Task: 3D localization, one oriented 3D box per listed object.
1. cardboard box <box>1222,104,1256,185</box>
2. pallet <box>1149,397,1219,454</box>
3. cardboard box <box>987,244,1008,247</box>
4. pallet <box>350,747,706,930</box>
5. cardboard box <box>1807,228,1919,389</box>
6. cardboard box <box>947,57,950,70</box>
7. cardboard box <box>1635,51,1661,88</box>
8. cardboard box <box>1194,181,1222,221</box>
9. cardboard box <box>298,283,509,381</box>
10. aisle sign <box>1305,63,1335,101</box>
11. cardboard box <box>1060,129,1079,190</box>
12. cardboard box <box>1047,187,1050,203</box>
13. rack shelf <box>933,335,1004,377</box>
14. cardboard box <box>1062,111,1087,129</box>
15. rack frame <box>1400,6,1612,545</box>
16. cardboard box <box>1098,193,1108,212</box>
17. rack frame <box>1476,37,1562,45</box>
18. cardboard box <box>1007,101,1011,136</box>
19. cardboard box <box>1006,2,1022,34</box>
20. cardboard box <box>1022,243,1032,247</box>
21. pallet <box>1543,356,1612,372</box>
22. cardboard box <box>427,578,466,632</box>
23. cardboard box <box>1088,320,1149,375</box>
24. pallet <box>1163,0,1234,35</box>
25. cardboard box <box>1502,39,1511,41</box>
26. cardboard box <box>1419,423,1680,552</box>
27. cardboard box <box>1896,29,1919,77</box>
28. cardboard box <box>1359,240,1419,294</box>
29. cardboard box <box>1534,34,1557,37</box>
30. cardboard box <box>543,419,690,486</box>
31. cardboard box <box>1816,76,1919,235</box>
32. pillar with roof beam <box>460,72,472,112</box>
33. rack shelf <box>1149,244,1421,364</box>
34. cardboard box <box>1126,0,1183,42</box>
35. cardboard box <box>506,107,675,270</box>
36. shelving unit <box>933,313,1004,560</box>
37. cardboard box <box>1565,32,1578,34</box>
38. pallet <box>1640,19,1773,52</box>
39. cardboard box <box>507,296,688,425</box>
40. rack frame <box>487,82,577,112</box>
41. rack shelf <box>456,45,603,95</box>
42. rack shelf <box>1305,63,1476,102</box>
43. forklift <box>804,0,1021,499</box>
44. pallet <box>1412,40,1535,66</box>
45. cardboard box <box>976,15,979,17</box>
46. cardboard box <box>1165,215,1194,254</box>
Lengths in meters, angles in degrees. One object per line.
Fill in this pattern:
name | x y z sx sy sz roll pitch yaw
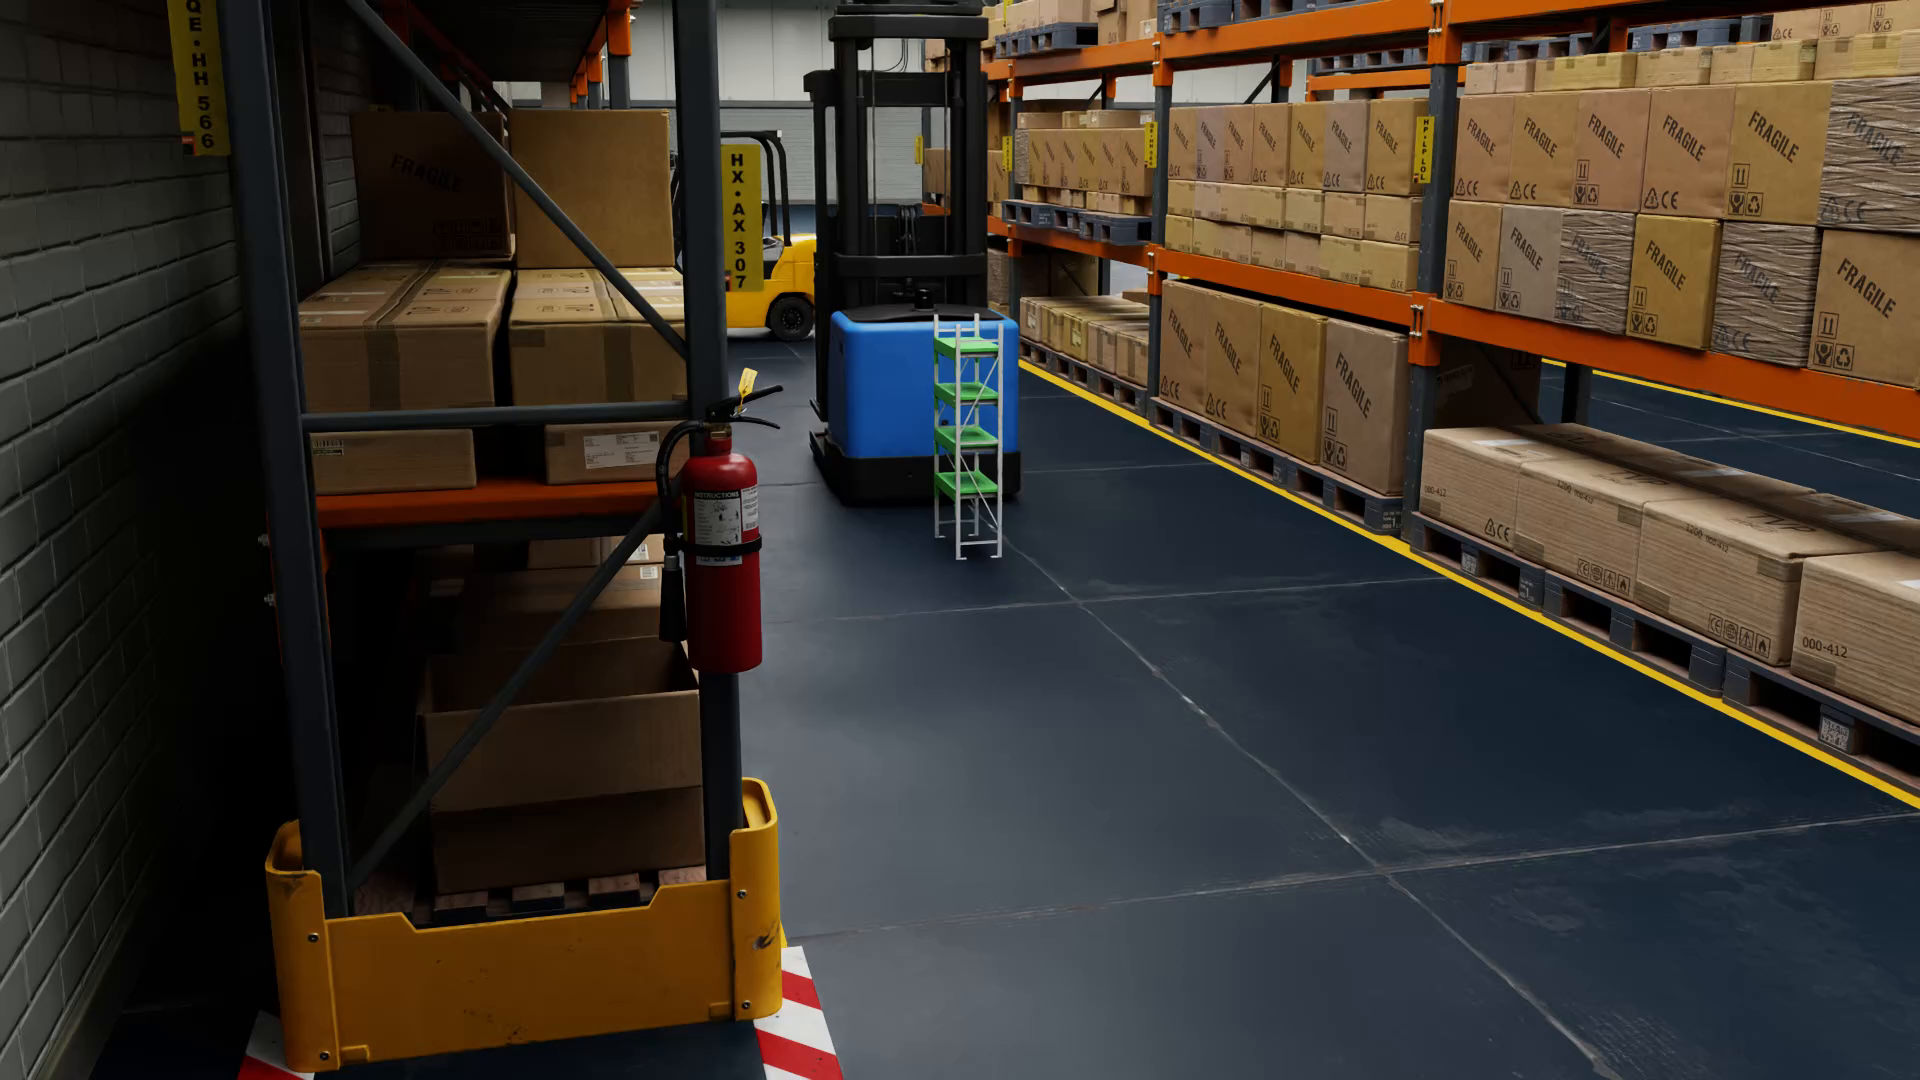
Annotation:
cardboard box | 2.034 -2.567 10.794 0.500 0.500 0.500 -3 14 -12
pallet | 2.035 -0.853 11.974 1.003 0.211 1.213 -3 14 -13
cardboard box | 0.342 -2.905 17.828 0.500 0.500 0.500 -3 14 -10
pallet | -1.228 0.883 4.870 1.003 0.211 1.213 -3 14 -13
cardboard box | 3.328 -0.810 5.711 0.500 0.500 0.500 -4 14 -14
cardboard box | 0.066 -5.305 18.532 0.380 0.149 0.250 -3 14 -14
cardboard box | 3.033 -1.941 6.868 0.380 0.149 0.250 -3 14 -13
cardboard box | 1.922 -2.314 11.340 0.500 0.250 0.500 -3 14 -12
cardboard box | -1.508 -0.553 4.558 0.500 0.250 0.500 -3 14 -13
aisle sign | 4.524 -5.801 20.873 0.394 0.787 0.004 -3 14 -13
cardboard box | 1.167 -3.241 14.151 0.500 0.500 0.500 -4 14 -15
cardboard box | 0.997 -3.134 15.080 0.380 0.149 0.250 -2 14 -10
rack shelf | 0.039 -0.949 8.530 0.258 0.148 0.480 -3 14 -13
cardboard box | 1.106 -3.656 14.481 0.380 0.149 0.250 -2 14 -10
rack frame | 2.862 -1.471 8.628 1.000 3.000 0.127 -3 14 -13
cardboard box | 1.330 -2.710 13.344 0.380 0.149 0.250 -4 14 -16
rack frame | 5.771 -6.530 16.694 1.000 3.000 0.127 -3 14 -13
cardboard box | 0.901 -4.345 17.448 0.700 0.500 0.500 -4 14 -14
cardboard box | 0.731 -4.748 15.150 0.500 0.250 0.500 -4 14 -15
cardboard box | 0.850 -2.943 17.981 0.500 0.500 0.500 -3 14 -10
pallet | 6.316 -1.805 15.872 1.003 0.211 1.213 -3 14 -13
cardboard box | -1.934 0.253 6.693 0.380 0.149 0.250 -3 14 -14
cardboard box | 1.619 -1.622 13.897 0.950 0.372 0.625 -4 14 -14
pallet | 2.126 -3.614 11.475 1.213 0.211 1.003 -3 14 -11
cardboard box | 5.954 -5.366 17.684 0.380 0.149 0.250 -3 14 -13
cardboard box | 2.906 -0.279 8.265 0.875 0.438 0.875 -3 14 -14
cardboard box | 3.298 -1.581 5.395 0.380 0.149 0.250 -3 14 -14
cardboard box | 2.512 -1.488 9.011 0.500 0.250 0.500 -4 14 -15
cardboard box | 5.671 -5.107 16.378 0.258 0.266 0.396 -4 14 -14
cardboard box | -0.833 -0.240 4.117 0.380 0.149 0.250 -3 14 -14
cardboard box | 3.306 -1.299 5.608 0.500 0.500 0.500 -3 14 -13
pillar with roof beam | -2.717 -8.289 23.895 9.100 9.000 0.400 -3 14 -13
rack shelf | 2.393 -1.583 10.602 1.077 0.370 4.000 -3 14 -13
cardboard box | 1.710 -4.119 12.934 0.700 0.500 0.500 -3 14 -13
cardboard box | -1.219 -1.172 5.514 0.500 0.500 0.500 -3 14 -12
shelving unit | 0.039 -0.545 8.628 0.258 1.200 0.503 -3 14 -13
cardboard box | 5.774 -4.950 15.983 0.250 0.149 0.380 -3 14 -13
pallet | 6.508 -4.204 13.892 1.213 0.211 1.003 -3 14 -11
cardboard box | -0.867 -0.462 4.187 0.500 0.250 0.500 -3 14 -13
rack frame | -4.780 -3.962 18.823 1.000 3.000 0.127 -3 14 -13
rack shelf | -3.371 -3.685 12.887 1.077 0.370 4.000 -3 14 -13
rack shelf | 5.302 -5.185 19.024 1.077 0.370 4.000 -3 14 -13
forklift | -0.412 -1.962 10.784 1.130 2.935 3.031 -2 14 -10
pallet | 5.589 -5.219 17.836 1.003 0.211 1.213 -3 14 -13
cardboard box | 0.327 -5.395 17.220 0.380 0.149 0.250 -3 14 -13
cardboard box | 1.793 -2.194 11.903 0.500 0.250 0.500 -4 14 -14
